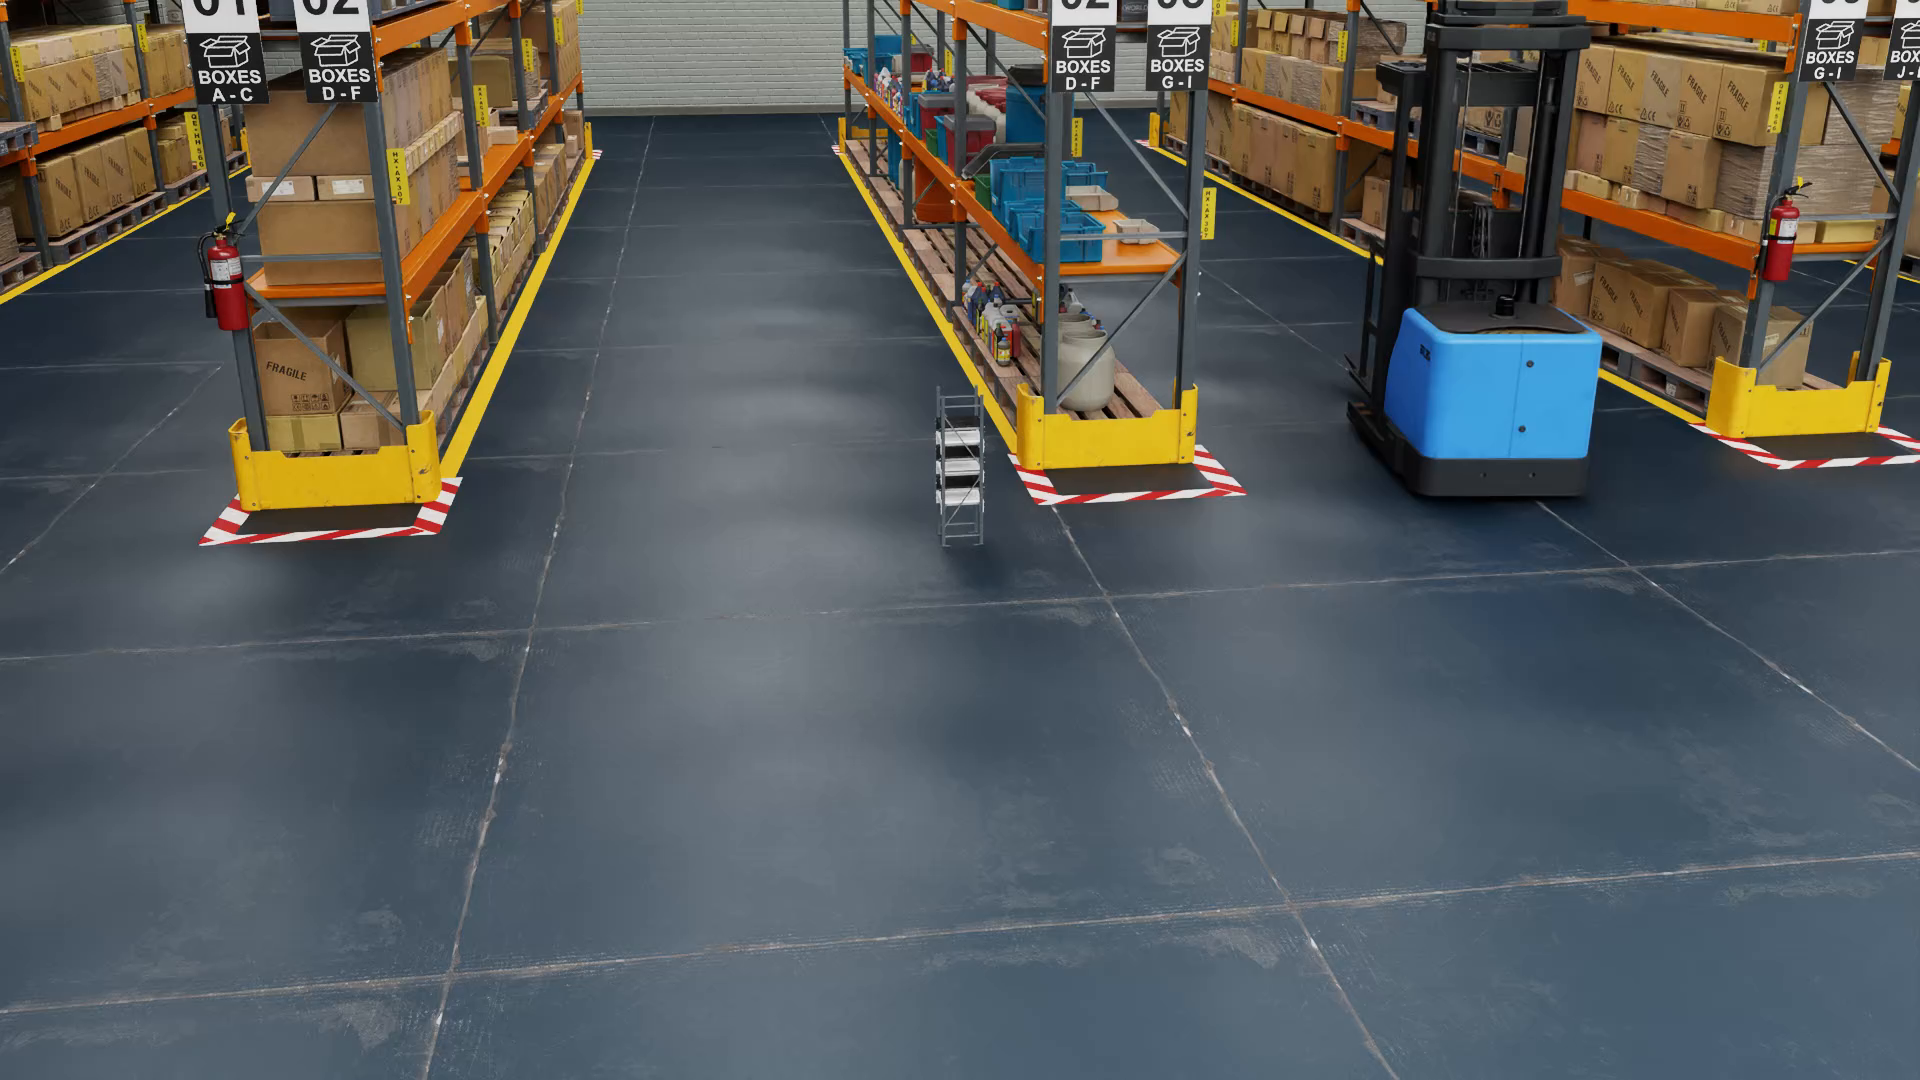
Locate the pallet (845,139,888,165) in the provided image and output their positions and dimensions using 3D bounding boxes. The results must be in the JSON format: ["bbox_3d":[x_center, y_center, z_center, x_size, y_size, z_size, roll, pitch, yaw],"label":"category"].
[{"bbox_3d":[-1.193,-5.873,25.139,1.003,0.211,1.213,-3,21,-8],"label":"pallet"}]

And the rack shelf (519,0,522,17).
[{"bbox_3d":[-5.311,-6.209,18.794,1.077,0.370,4.000,-3,21,-8],"label":"rack shelf"}]

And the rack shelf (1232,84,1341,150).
[{"bbox_3d":[4.492,-5.302,20.654,1.077,0.370,4.000,-3,21,-8],"label":"rack shelf"}]

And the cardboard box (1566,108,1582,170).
[{"bbox_3d":[5.398,-3.414,14.002,0.875,0.500,0.500,-3,21,-8],"label":"cardboard box"}]

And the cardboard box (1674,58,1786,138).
[{"bbox_3d":[5.532,-3.182,11.952,0.500,0.500,0.500,-3,21,-8],"label":"cardboard box"}]

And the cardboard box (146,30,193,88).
[{"bbox_3d":[-10.777,-6.416,22.178,0.980,0.700,0.700,-4,21,-10],"label":"cardboard box"}]

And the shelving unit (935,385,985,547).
[{"bbox_3d":[-0.001,-0.424,9.566,0.258,0.900,0.210,-3,21,-8],"label":"shelving unit"}]

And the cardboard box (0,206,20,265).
[{"bbox_3d":[-9.769,-2.986,16.367,0.700,0.500,0.500,-3,21,-7],"label":"cardboard box"}]

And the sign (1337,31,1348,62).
[{"bbox_3d":[4.232,-5.460,18.393,0.100,0.325,0.005,-3,21,-8],"label":"sign"}]

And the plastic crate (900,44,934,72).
[{"bbox_3d":[-0.578,-6.462,22.553,0.402,0.464,0.583,-3,21,-8],"label":"plastic crate"}]

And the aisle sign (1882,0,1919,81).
[{"bbox_3d":[6.240,-3.388,10.786,0.394,0.787,0.004,-3,21,-8],"label":"aisle sign"}]

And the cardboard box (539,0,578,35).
[{"bbox_3d":[-5.840,-7.593,24.188,0.500,0.500,0.500,-3,21,-8],"label":"cardboard box"}]

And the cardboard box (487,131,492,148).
[{"bbox_3d":[-4.783,-3.892,16.209,0.380,0.149,0.250,-1,21,-4],"label":"cardboard box"}]

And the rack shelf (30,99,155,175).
[{"bbox_3d":[-10.213,-4.553,18.647,1.077,0.370,4.000,-3,21,-8],"label":"rack shelf"}]

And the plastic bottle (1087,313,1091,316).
[{"bbox_3d":[1.016,-1.652,13.122,0.097,0.271,0.097,0,20,0],"label":"plastic bottle"}]

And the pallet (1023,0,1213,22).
[{"bbox_3d":[1.010,-3.535,10.877,1.003,0.211,1.213,-3,21,-8],"label":"pallet"}]

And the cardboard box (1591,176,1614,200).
[{"bbox_3d":[5.320,-2.836,13.381,0.380,0.149,0.250,-3,21,-8],"label":"cardboard box"}]

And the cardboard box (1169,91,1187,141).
[{"bbox_3d":[3.799,-6.700,25.806,0.875,0.875,0.875,-3,21,-8],"label":"cardboard box"}]

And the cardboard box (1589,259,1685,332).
[{"bbox_3d":[5.633,-2.038,13.859,0.500,0.500,0.500,-5,21,-13],"label":"cardboard box"}]

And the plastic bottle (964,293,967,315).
[{"bbox_3d":[0.083,-2.040,14.261,0.097,0.201,0.097,0,20,0],"label":"plastic bottle"}]

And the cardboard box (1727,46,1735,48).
[{"bbox_3d":[9.107,-5.844,19.985,0.380,0.149,0.250,-2,21,-6],"label":"cardboard box"}]

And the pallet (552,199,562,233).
[{"bbox_3d":[-5.266,-3.824,19.653,1.003,0.211,1.213,-3,21,-8],"label":"pallet"}]

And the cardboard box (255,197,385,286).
[{"bbox_3d":[-3.924,-1.888,10.340,0.700,0.500,0.500,-3,21,-8],"label":"cardboard box"}]

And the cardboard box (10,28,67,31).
[{"bbox_3d":[-10.610,-5.776,19.225,0.500,0.250,0.500,-3,21,-7],"label":"cardboard box"}]

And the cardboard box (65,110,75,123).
[{"bbox_3d":[-9.956,-4.659,18.233,0.380,0.149,0.250,-3,21,-7],"label":"cardboard box"}]

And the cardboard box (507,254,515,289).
[{"bbox_3d":[-4.409,-2.481,15.400,0.500,0.250,0.500,-4,21,-9],"label":"cardboard box"}]

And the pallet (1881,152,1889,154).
[{"bbox_3d":[13.978,-5.792,24.923,1.003,0.211,1.213,-3,21,-8],"label":"pallet"}]

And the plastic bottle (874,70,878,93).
[{"bbox_3d":[-1.067,-5.879,21.336,0.061,0.283,0.133,-3,21,-8],"label":"plastic bottle"}]

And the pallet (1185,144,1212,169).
[{"bbox_3d":[3.993,-5.716,24.719,1.003,0.211,1.213,-3,21,-8],"label":"pallet"}]

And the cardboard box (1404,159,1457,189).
[{"bbox_3d":[4.993,-3.920,17.795,0.500,0.250,0.500,-1,20,-2],"label":"cardboard box"}]

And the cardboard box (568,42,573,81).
[{"bbox_3d":[-5.625,-6.597,22.949,0.500,0.500,0.500,-3,21,-9],"label":"cardboard box"}]

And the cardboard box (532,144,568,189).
[{"bbox_3d":[-5.245,-4.712,20.989,0.500,0.500,0.500,-3,21,-8],"label":"cardboard box"}]

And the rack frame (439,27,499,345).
[{"bbox_3d":[-4.446,-3.064,13.631,1.000,3.000,0.127,-3,21,-8],"label":"rack frame"}]

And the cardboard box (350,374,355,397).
[{"bbox_3d":[-4.323,-0.931,11.250,0.500,0.250,0.500,-3,21,-8],"label":"cardboard box"}]

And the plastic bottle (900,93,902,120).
[{"bbox_3d":[-0.634,-4.841,18.557,0.061,0.283,0.133,-3,21,-8],"label":"plastic bottle"}]

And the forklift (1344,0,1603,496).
[{"bbox_3d":[3.350,-2.105,11.163,1.130,2.935,3.031,0,20,0],"label":"forklift"}]

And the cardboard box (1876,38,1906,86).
[{"bbox_3d":[9.982,-4.992,17.222,0.700,0.500,0.500,-3,21,-8],"label":"cardboard box"}]

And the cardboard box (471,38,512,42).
[{"bbox_3d":[-5.753,-5.902,20.487,0.700,0.500,0.500,-10,23,-26],"label":"cardboard box"}]

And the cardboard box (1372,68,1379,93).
[{"bbox_3d":[4.980,-5.176,19.144,0.500,0.500,0.500,-2,21,-6],"label":"cardboard box"}]

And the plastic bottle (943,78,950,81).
[{"bbox_3d":[-0.176,-5.556,20.482,0.152,0.276,0.135,-3,21,-8],"label":"plastic bottle"}]

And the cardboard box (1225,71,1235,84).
[{"bbox_3d":[3.836,-6.303,22.664,0.380,0.149,0.250,-3,21,-7],"label":"cardboard box"}]

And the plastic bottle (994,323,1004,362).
[{"bbox_3d":[0.299,-1.514,12.736,0.061,0.283,0.133,-2,21,-6],"label":"plastic bottle"}]

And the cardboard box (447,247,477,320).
[{"bbox_3d":[-4.103,-2.000,13.042,0.500,0.500,0.500,-3,21,-8],"label":"cardboard box"}]

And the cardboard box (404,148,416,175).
[{"bbox_3d":[-3.864,-2.533,11.142,0.380,0.149,0.250,-4,21,-10],"label":"cardboard box"}]

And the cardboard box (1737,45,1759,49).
[{"bbox_3d":[9.718,-5.959,20.293,0.380,0.149,0.250,-4,21,-10],"label":"cardboard box"}]

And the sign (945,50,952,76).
[{"bbox_3d":[-0.153,-6.239,21.737,0.100,0.325,0.005,-3,21,-8],"label":"sign"}]

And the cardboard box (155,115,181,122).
[{"bbox_3d":[-10.947,-5.743,22.850,0.380,0.149,0.250,-3,21,-7],"label":"cardboard box"}]

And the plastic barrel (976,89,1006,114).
[{"bbox_3d":[0.367,-4.122,16.271,0.433,0.535,0.433,0,20,0],"label":"plastic barrel"}]

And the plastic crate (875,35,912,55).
[{"bbox_3d":[-1.041,-7.405,25.119,0.616,0.435,0.499,-3,21,-8],"label":"plastic crate"}]

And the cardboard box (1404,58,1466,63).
[{"bbox_3d":[5.077,-4.817,17.584,0.700,0.500,0.500,0,20,0],"label":"cardboard box"}]

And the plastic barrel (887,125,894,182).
[{"bbox_3d":[-0.636,-5.106,21.500,0.600,0.901,0.708,-3,21,-8],"label":"plastic barrel"}]

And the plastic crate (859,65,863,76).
[{"bbox_3d":[-1.246,-6.574,23.322,0.293,0.136,0.466,-3,21,-8],"label":"plastic crate"}]

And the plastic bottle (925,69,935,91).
[{"bbox_3d":[-0.357,-5.686,20.723,0.144,0.351,0.185,-3,21,-8],"label":"plastic bottle"}]

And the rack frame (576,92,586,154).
[{"bbox_3d":[-6.176,-7.218,24.755,1.000,3.000,0.127,-3,21,-8],"label":"rack frame"}]
